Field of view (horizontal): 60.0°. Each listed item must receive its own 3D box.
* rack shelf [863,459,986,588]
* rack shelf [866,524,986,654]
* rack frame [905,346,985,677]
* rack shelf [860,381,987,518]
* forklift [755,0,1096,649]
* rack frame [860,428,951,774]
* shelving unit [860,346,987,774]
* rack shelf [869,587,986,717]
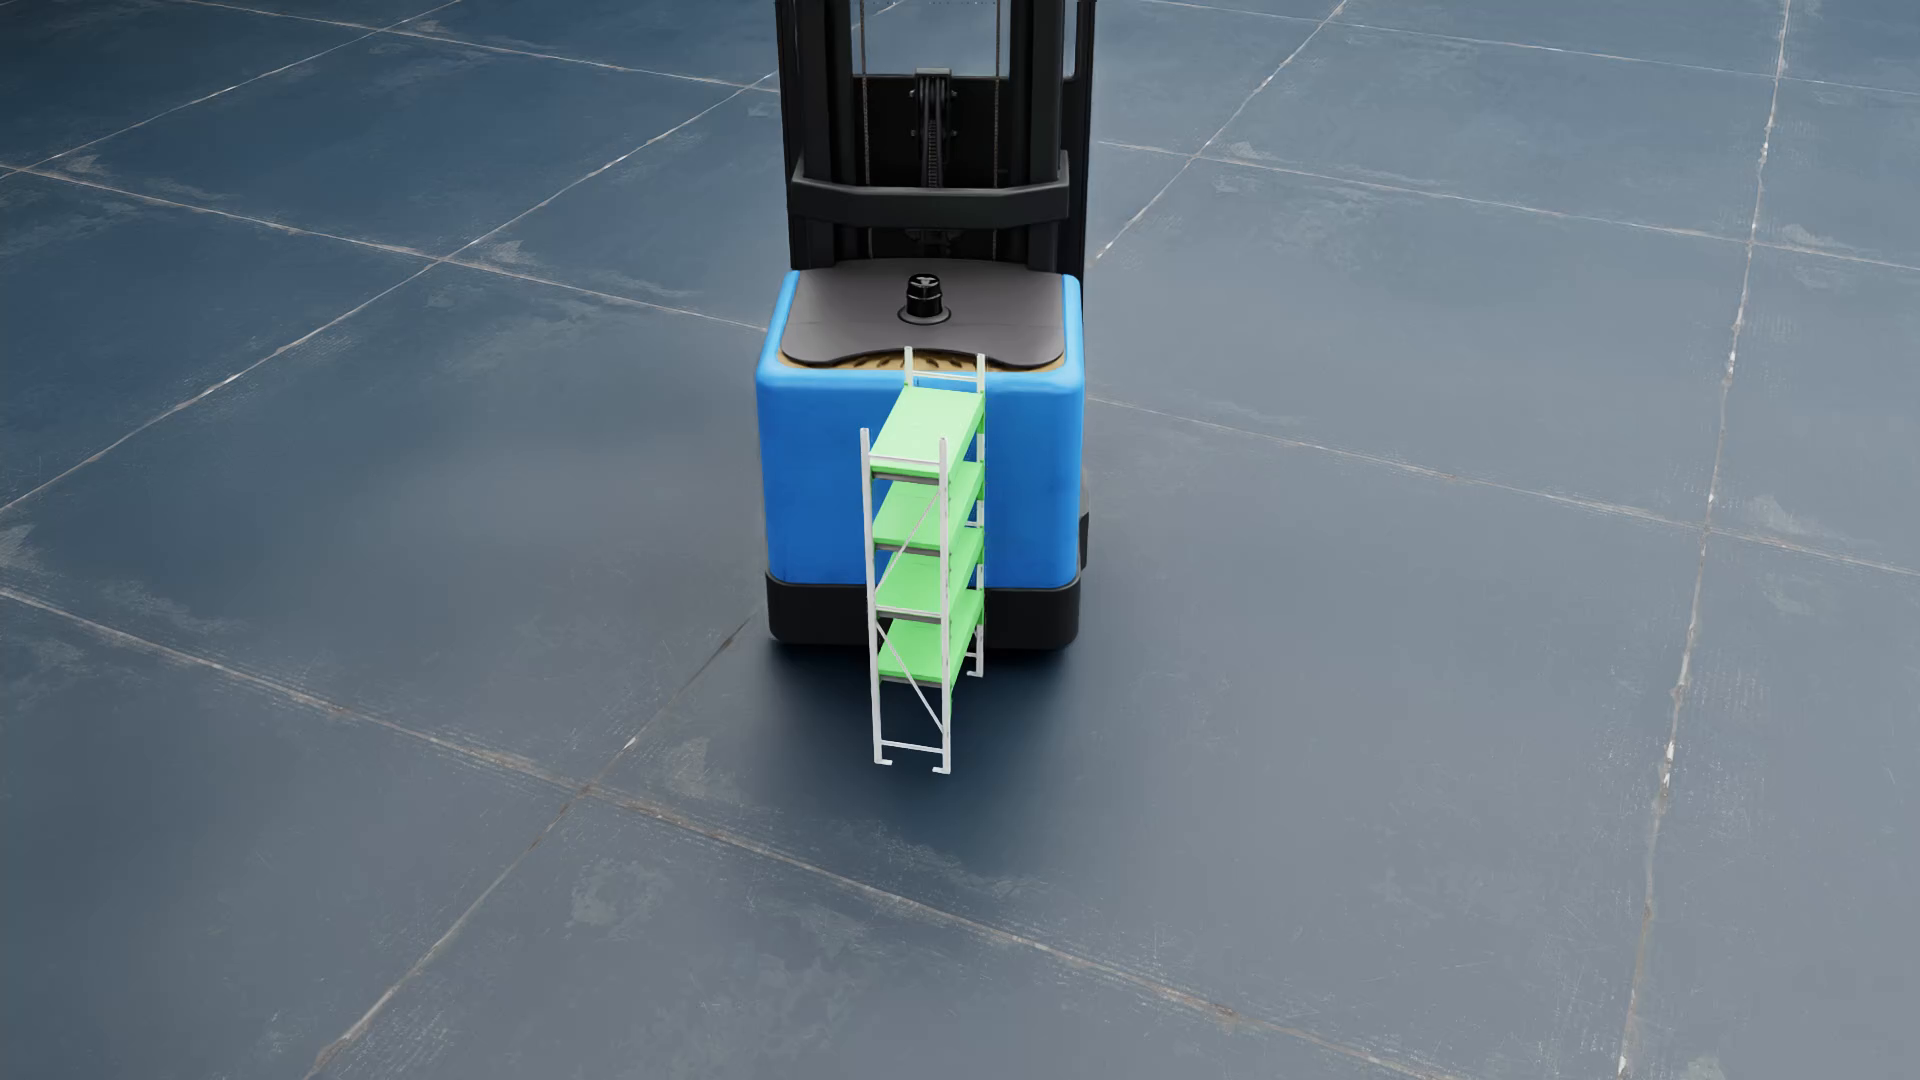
[{"bbox_3d":[-0.097,-0.070,4.934,0.258,0.148,0.480,7,35,11],"label":"rack shelf"},{"bbox_3d":[-0.096,0.129,5.068,0.258,0.148,0.480,7,35,11],"label":"rack shelf"},{"bbox_3d":[-0.043,-0.058,5.229,0.240,1.200,0.015,7,35,11],"label":"rack frame"},{"bbox_3d":[-0.098,-0.268,4.799,0.258,0.148,0.480,7,35,11],"label":"rack shelf"},{"bbox_3d":[-0.074,-1.637,6.074,1.130,2.935,3.031,1,33,2],"label":"forklift"},{"bbox_3d":[-0.150,0.210,4.836,0.240,1.200,0.015,7,35,11],"label":"rack frame"},{"bbox_3d":[-0.097,0.076,5.032,0.258,1.200,0.503,7,35,11],"label":"shelving unit"},{"bbox_3d":[-0.096,0.327,5.203,0.258,0.148,0.480,7,35,11],"label":"rack shelf"}]
